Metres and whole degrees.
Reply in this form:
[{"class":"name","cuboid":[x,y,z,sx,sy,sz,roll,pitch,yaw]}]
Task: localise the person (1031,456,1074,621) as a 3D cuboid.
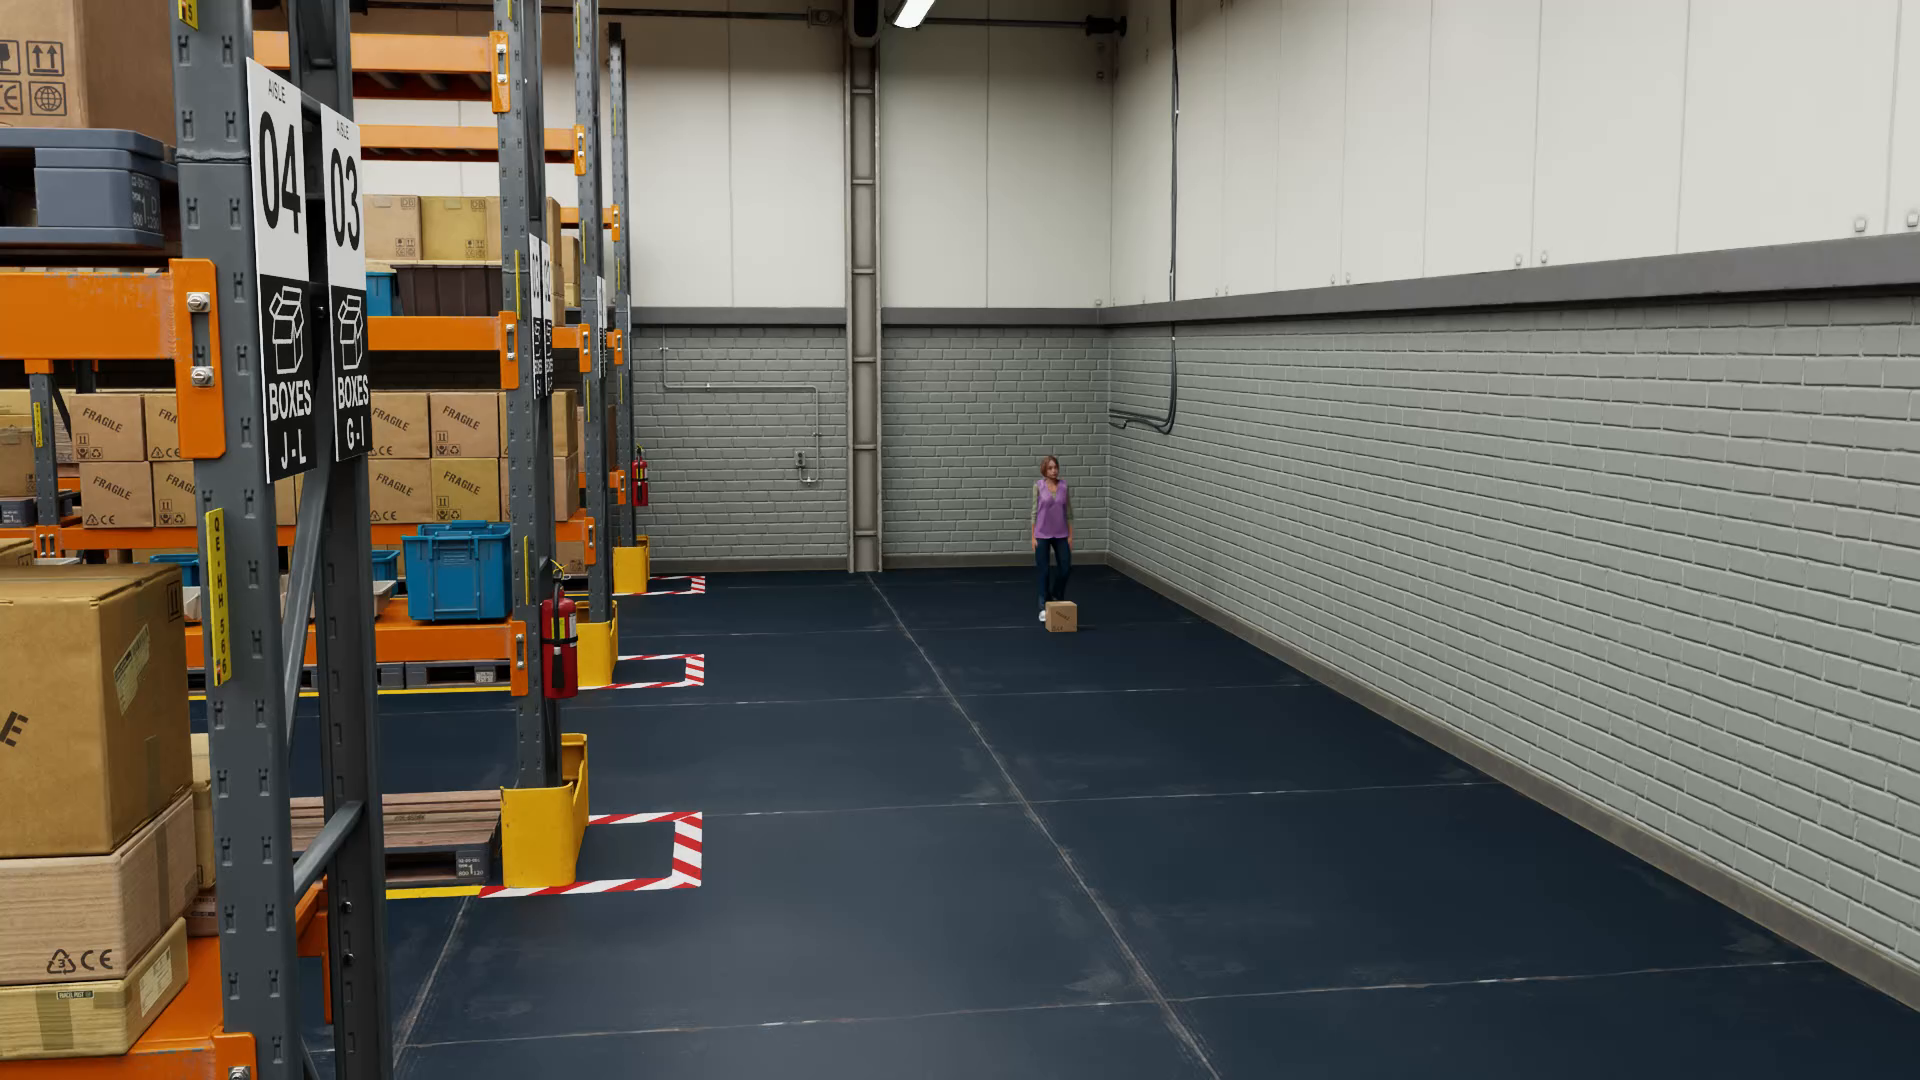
[{"class":"person","cuboid":[0.892,-0.018,16.051,0.422,1.596,0.352,-1,7,-8]}]
